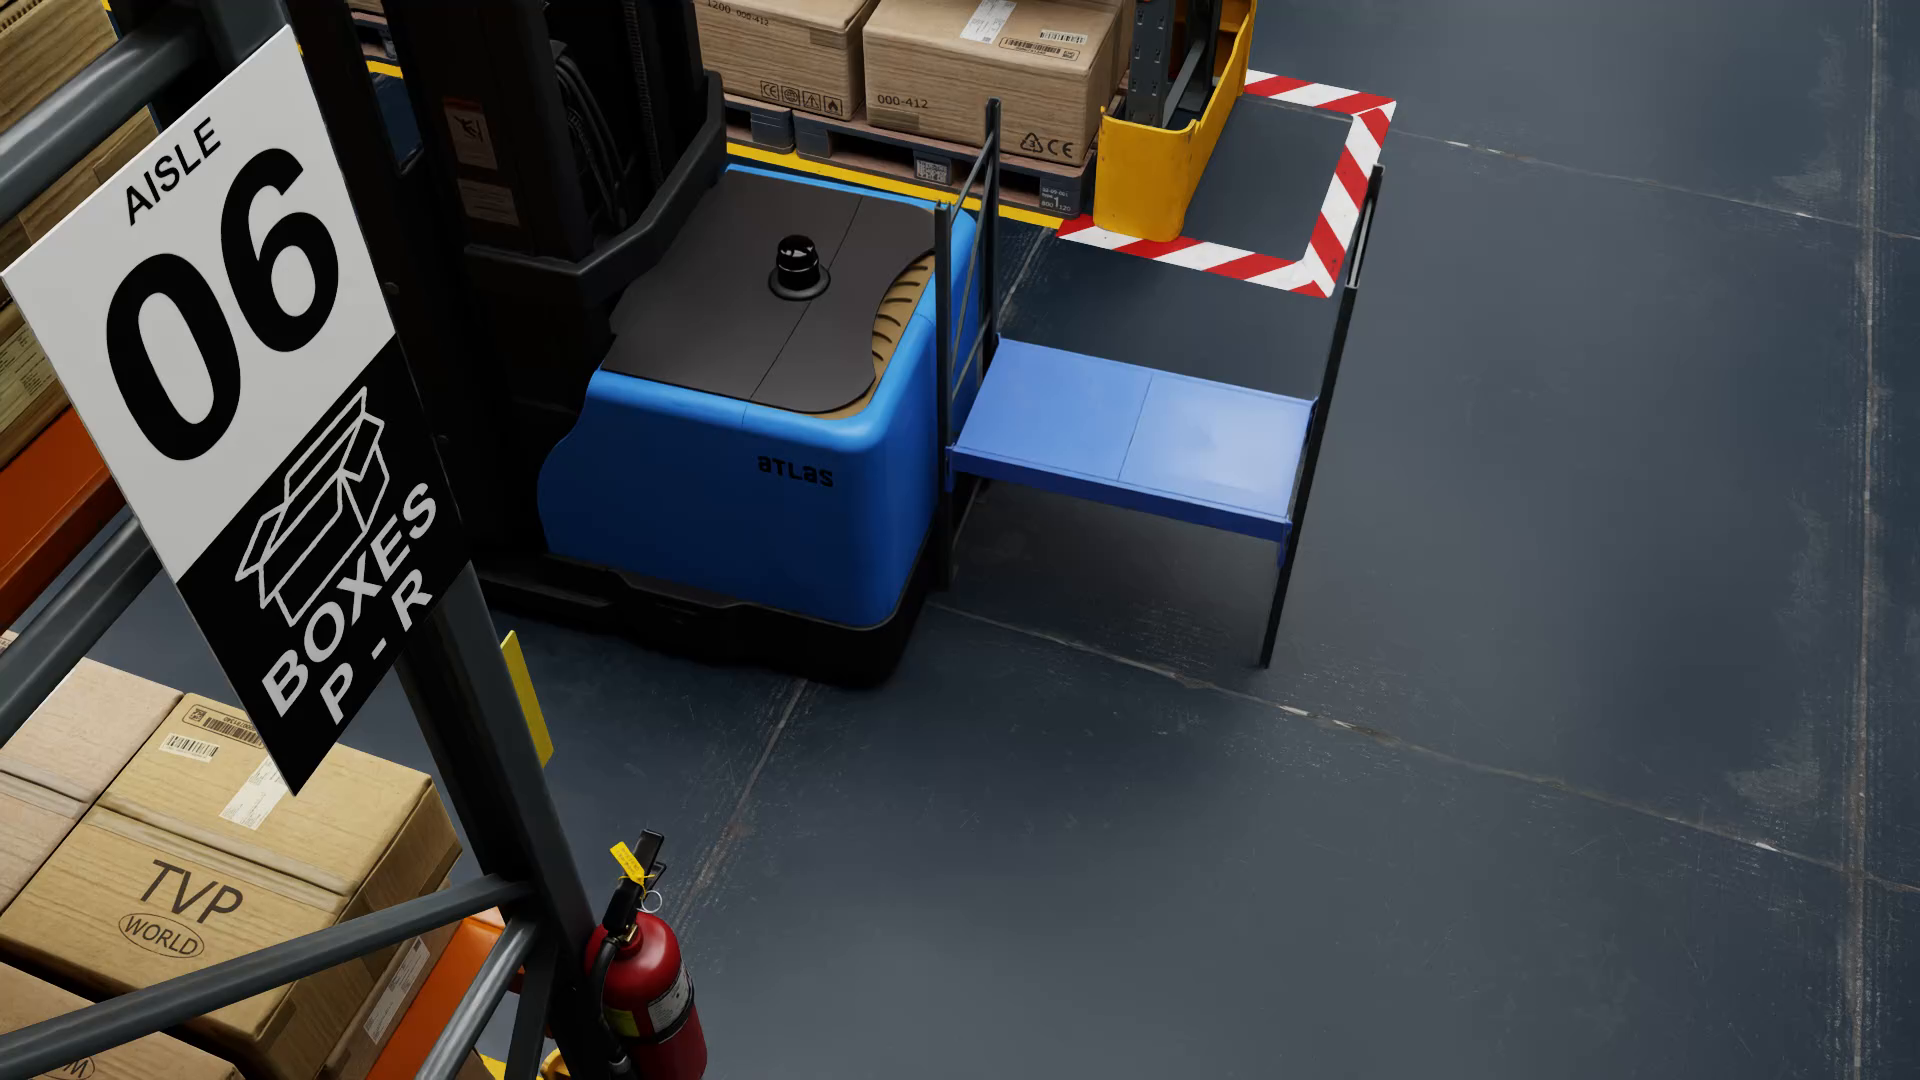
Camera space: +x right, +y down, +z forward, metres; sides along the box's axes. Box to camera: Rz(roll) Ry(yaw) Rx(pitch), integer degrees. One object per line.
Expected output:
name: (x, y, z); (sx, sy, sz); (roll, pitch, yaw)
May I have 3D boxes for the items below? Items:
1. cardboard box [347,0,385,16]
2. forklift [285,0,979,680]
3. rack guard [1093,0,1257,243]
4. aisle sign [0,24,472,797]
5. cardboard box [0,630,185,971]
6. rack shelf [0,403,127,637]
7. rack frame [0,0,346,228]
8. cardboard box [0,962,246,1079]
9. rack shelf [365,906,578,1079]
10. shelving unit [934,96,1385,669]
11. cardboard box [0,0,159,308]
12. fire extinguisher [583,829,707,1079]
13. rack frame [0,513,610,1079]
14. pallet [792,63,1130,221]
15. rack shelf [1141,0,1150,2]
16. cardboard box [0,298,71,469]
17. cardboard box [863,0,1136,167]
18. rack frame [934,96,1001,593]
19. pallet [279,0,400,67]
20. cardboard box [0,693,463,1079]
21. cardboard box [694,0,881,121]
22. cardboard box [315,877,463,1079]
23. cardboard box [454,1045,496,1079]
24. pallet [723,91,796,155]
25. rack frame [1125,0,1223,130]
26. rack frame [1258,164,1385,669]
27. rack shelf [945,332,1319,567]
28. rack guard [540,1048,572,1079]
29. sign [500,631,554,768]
cardboard box: (-2.362, -2.680, 7.148); (0.875, 0.438, 0.875); (15, 51, 13)
forklift: (-1.507, -1.189, 4.484); (3.031, 2.935, 1.130); (13, 50, 11)
rack guard: (0.861, -1.750, 6.578); (0.348, 0.500, 1.175); (16, 51, 13)
aisle sign: (-0.712, -0.097, 1.771); (0.004, 0.787, 0.394); (16, 51, 13)
cardboard box: (-1.683, 0.455, 2.916); (0.500, 0.250, 0.500); (16, 51, 14)
rack shelf: (-2.754, -0.326, 2.181); (4.000, 0.370, 1.077); (16, 51, 13)
rack frame: (-0.878, -1.020, 0.322); (0.127, 3.000, 1.000); (16, 51, 13)
cardboard box: (-1.401, 0.964, 2.474); (0.500, 0.250, 0.500); (17, 51, 14)
rack shelf: (-2.754, 0.657, 3.314); (4.000, 0.370, 1.077); (16, 51, 13)
shelving unit: (0.509, -0.397, 4.744); (1.048, 1.500, 0.538); (13, 50, 11)
cardboard box: (-1.199, -0.396, 1.668); (0.500, 0.250, 0.500); (15, 51, 13)
fire extinguisher: (-0.580, 0.803, 3.009); (0.183, 0.674, 0.296); (16, 51, 13)
rack frame: (-0.878, 0.945, 2.589); (0.127, 3.000, 1.000); (16, 51, 13)
pallet: (0.062, -1.815, 6.826); (1.213, 0.211, 1.003); (16, 51, 13)
rack shelf: (-1.037, -2.863, 6.365); (4.000, 0.370, 1.077); (16, 51, 13)
cardboard box: (-1.096, -0.204, 1.765); (0.250, 0.149, 0.380); (17, 51, 14)
cardboard box: (0.185, -1.975, 6.537); (0.875, 0.438, 0.875); (14, 51, 12)
rack frame: (0.023, -0.508, 4.841); (0.032, 1.500, 0.500); (13, 50, 11)
pallet: (-2.227, -2.454, 7.380); (1.213, 0.211, 1.003); (16, 51, 13)
cardboard box: (-1.210, 0.587, 2.801); (0.500, 0.250, 0.500); (16, 51, 13)
cardboard box: (-0.676, -2.209, 6.739); (0.875, 0.438, 0.875); (17, 51, 14)
cardboard box: (-1.091, 0.747, 2.927); (0.250, 0.149, 0.380); (15, 51, 13)
cardboard box: (-1.419, 1.398, 3.570); (0.637, 0.503, 0.797); (14, 51, 12)
pallet: (-1.079, -2.136, 7.104); (1.213, 0.211, 1.003); (16, 51, 13)
rack frame: (0.839, -2.575, 5.639); (0.127, 3.000, 1.000); (16, 51, 13)
rack frame: (0.995, -0.285, 4.647); (0.032, 1.500, 0.500); (13, 50, 11)
rack shelf: (0.509, -0.279, 4.880); (1.000, 0.185, 0.538); (13, 50, 11)
rack guard: (-0.949, 1.744, 3.550); (0.348, 0.500, 1.175); (16, 51, 13)
sign: (-0.690, 0.277, 2.595); (0.005, 0.325, 0.100); (16, 51, 13)
